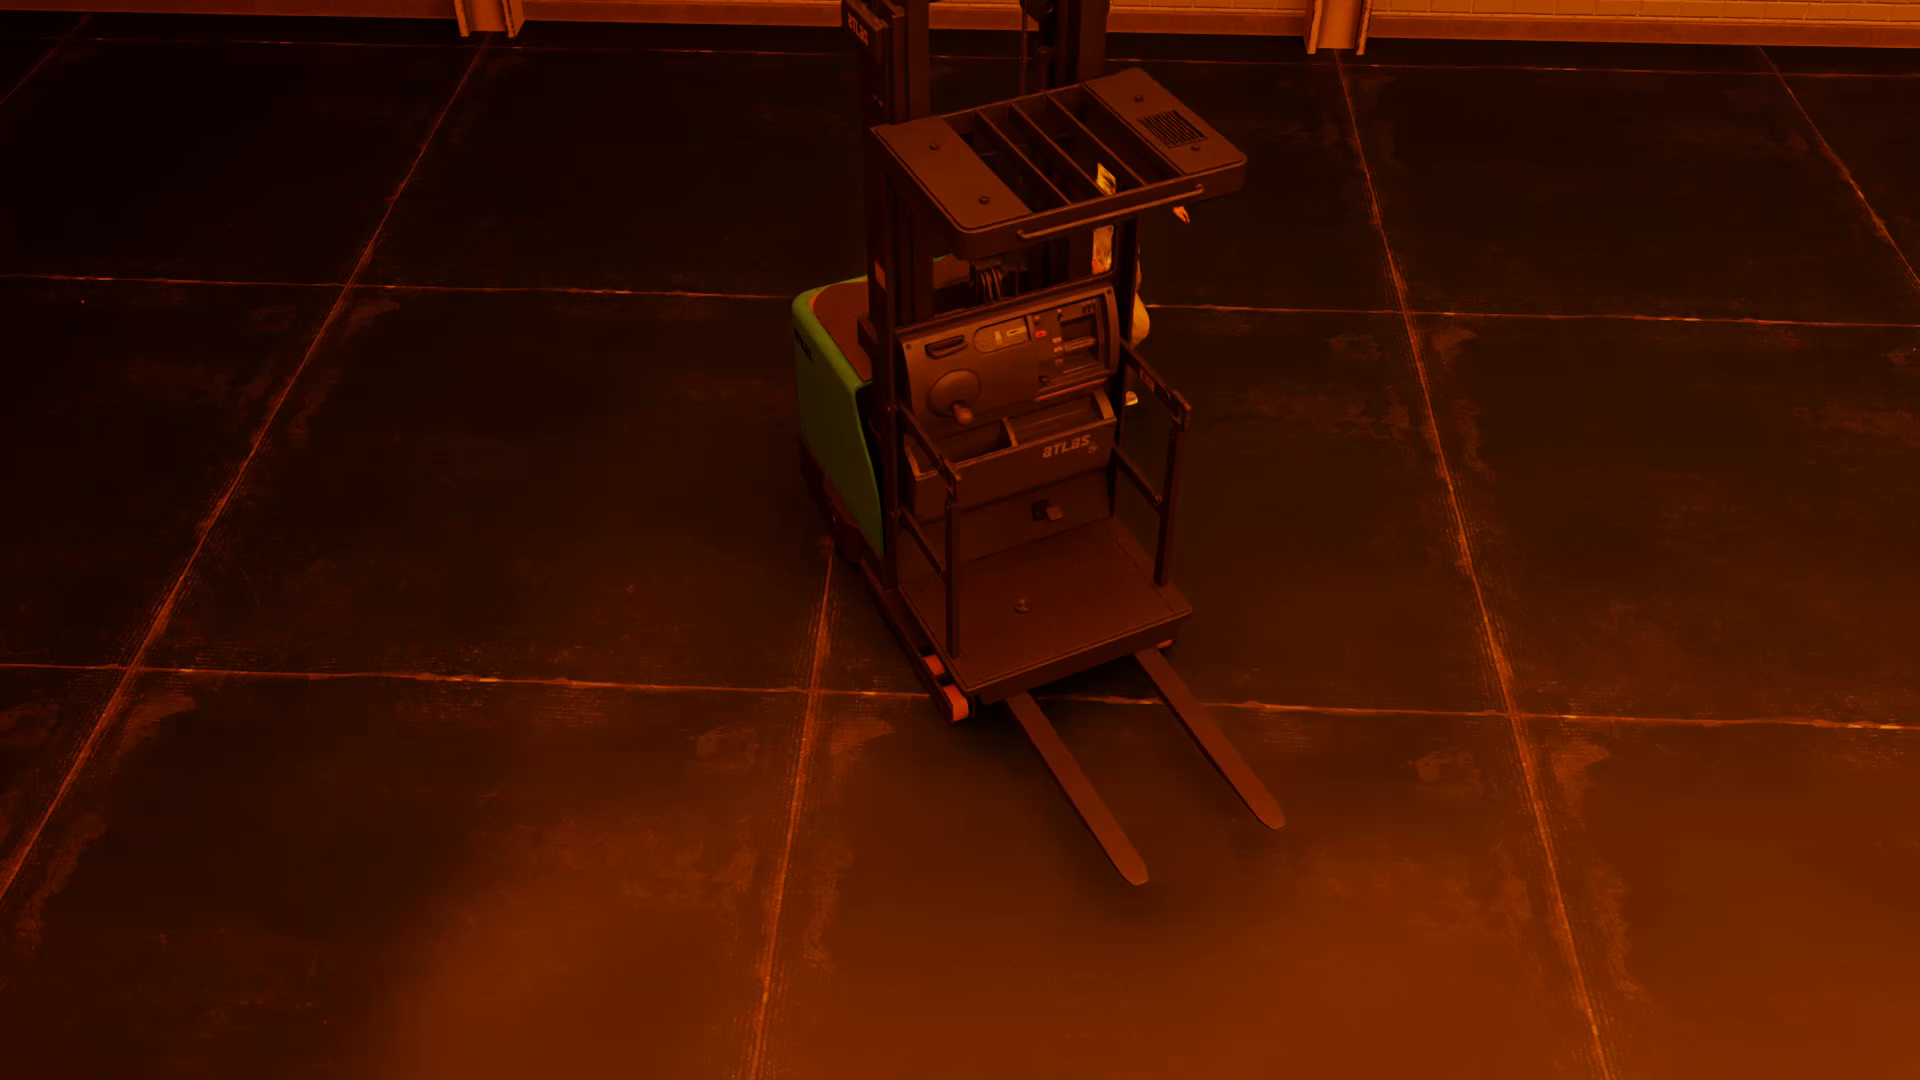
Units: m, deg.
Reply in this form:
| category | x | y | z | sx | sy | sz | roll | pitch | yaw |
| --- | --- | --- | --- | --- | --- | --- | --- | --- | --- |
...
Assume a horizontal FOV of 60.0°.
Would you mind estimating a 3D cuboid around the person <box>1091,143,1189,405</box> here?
| category | x | y | z | sx | sy | sz | roll | pitch | yaw |
| --- | --- | --- | --- | --- | --- | --- | --- | --- | --- |
| person | 0.798 | -1.495 | 8.501 | 0.651 | 1.482 | 0.821 | 19 | 46 | 20 |

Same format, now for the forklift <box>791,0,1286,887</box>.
| category | x | y | z | sx | sy | sz | roll | pitch | yaw |
| --- | --- | --- | --- | --- | --- | --- | --- | --- | --- |
| forklift | 0.304 | -0.650 | 6.454 | 1.130 | 2.935 | 3.031 | -18 | 45 | -18 |
